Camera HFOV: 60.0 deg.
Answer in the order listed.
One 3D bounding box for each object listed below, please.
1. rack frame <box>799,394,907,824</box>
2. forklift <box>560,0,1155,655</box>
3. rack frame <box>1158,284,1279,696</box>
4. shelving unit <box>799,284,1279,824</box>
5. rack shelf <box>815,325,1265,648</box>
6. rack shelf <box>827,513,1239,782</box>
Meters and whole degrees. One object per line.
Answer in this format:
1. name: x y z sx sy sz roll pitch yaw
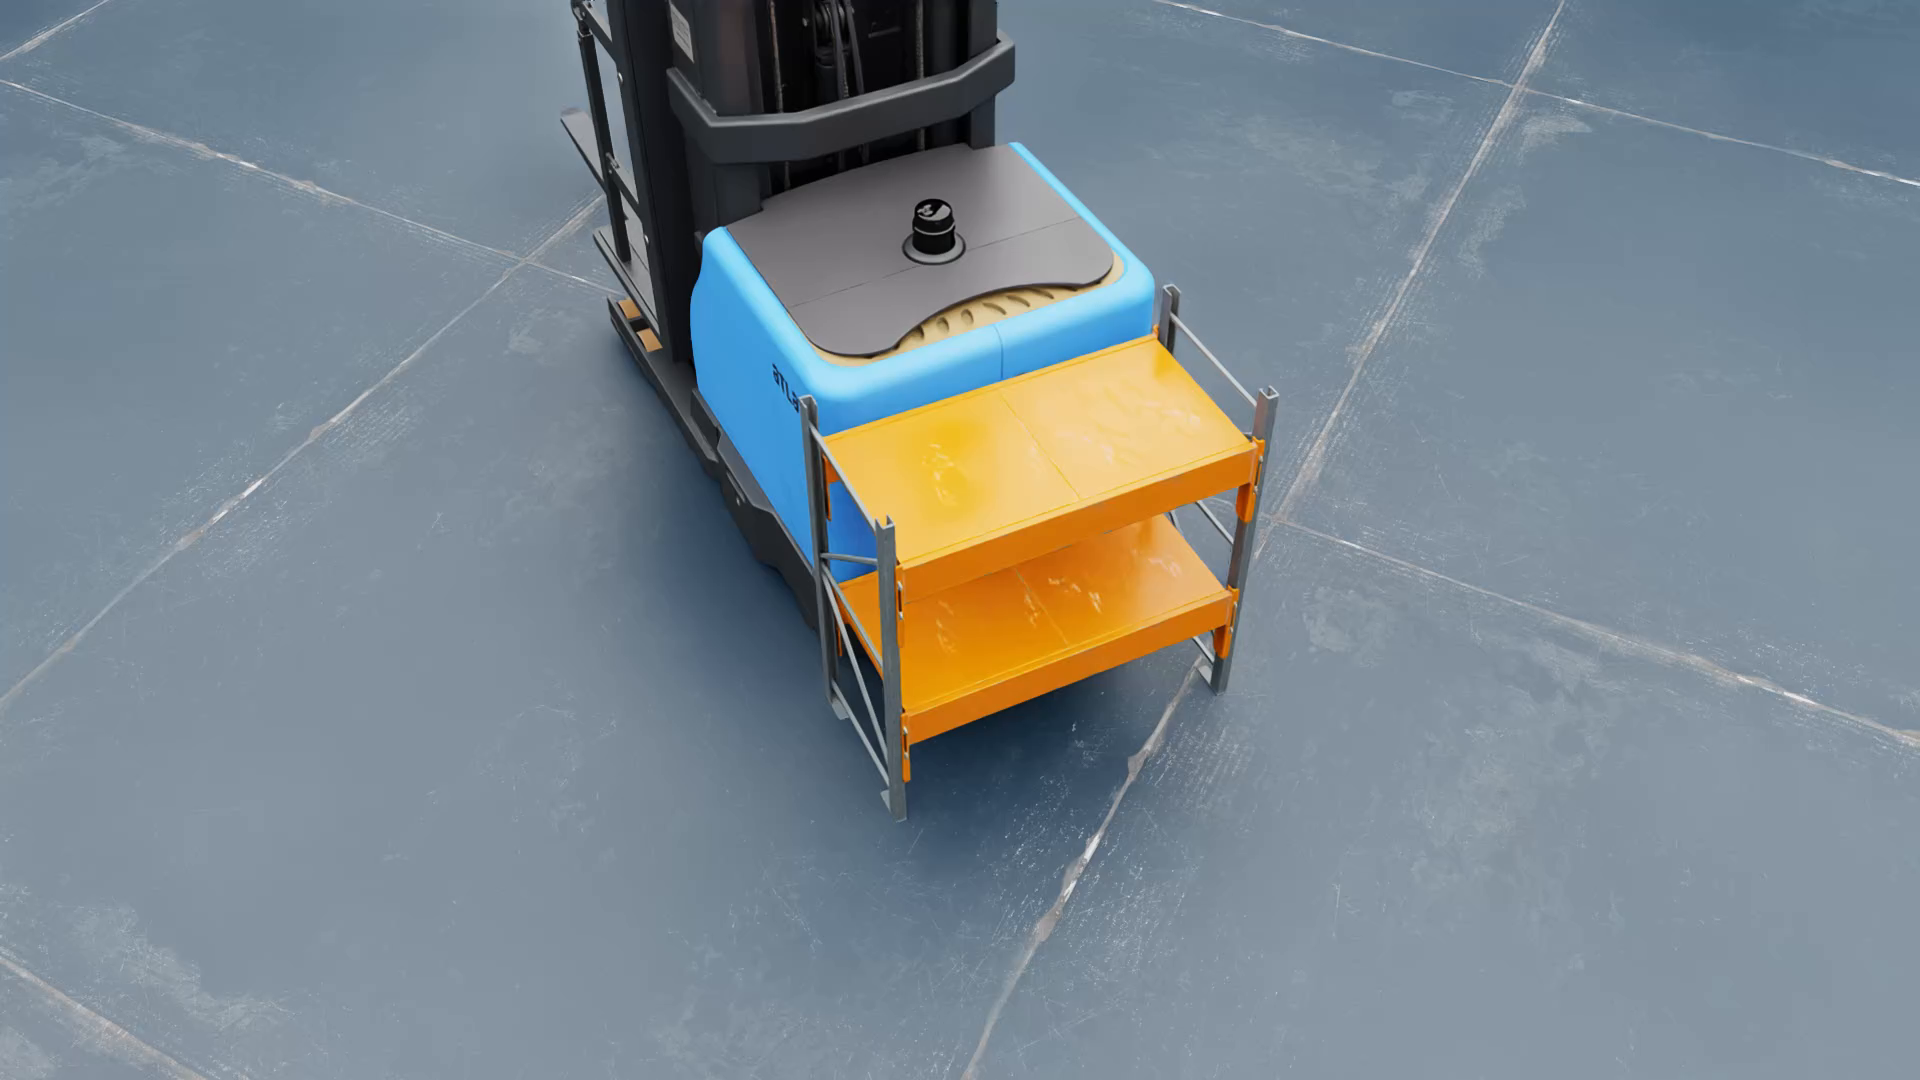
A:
1. rack frame: -0.266 0.207 4.255 0.032 1.125 0.500 -19 48 -18
2. forklift: -0.590 -1.744 4.913 1.130 2.935 3.031 -21 49 -19
3. rack frame: 0.649 -0.108 4.566 0.032 1.125 0.500 -19 48 -18
4. shelving unit: 0.191 0.049 4.410 1.048 1.125 0.538 -19 48 -18
5. rack shelf: 0.191 -0.156 4.202 1.000 0.278 0.538 -19 48 -18
6. rack shelf: 0.191 0.221 4.584 1.000 0.278 0.538 -19 48 -18
